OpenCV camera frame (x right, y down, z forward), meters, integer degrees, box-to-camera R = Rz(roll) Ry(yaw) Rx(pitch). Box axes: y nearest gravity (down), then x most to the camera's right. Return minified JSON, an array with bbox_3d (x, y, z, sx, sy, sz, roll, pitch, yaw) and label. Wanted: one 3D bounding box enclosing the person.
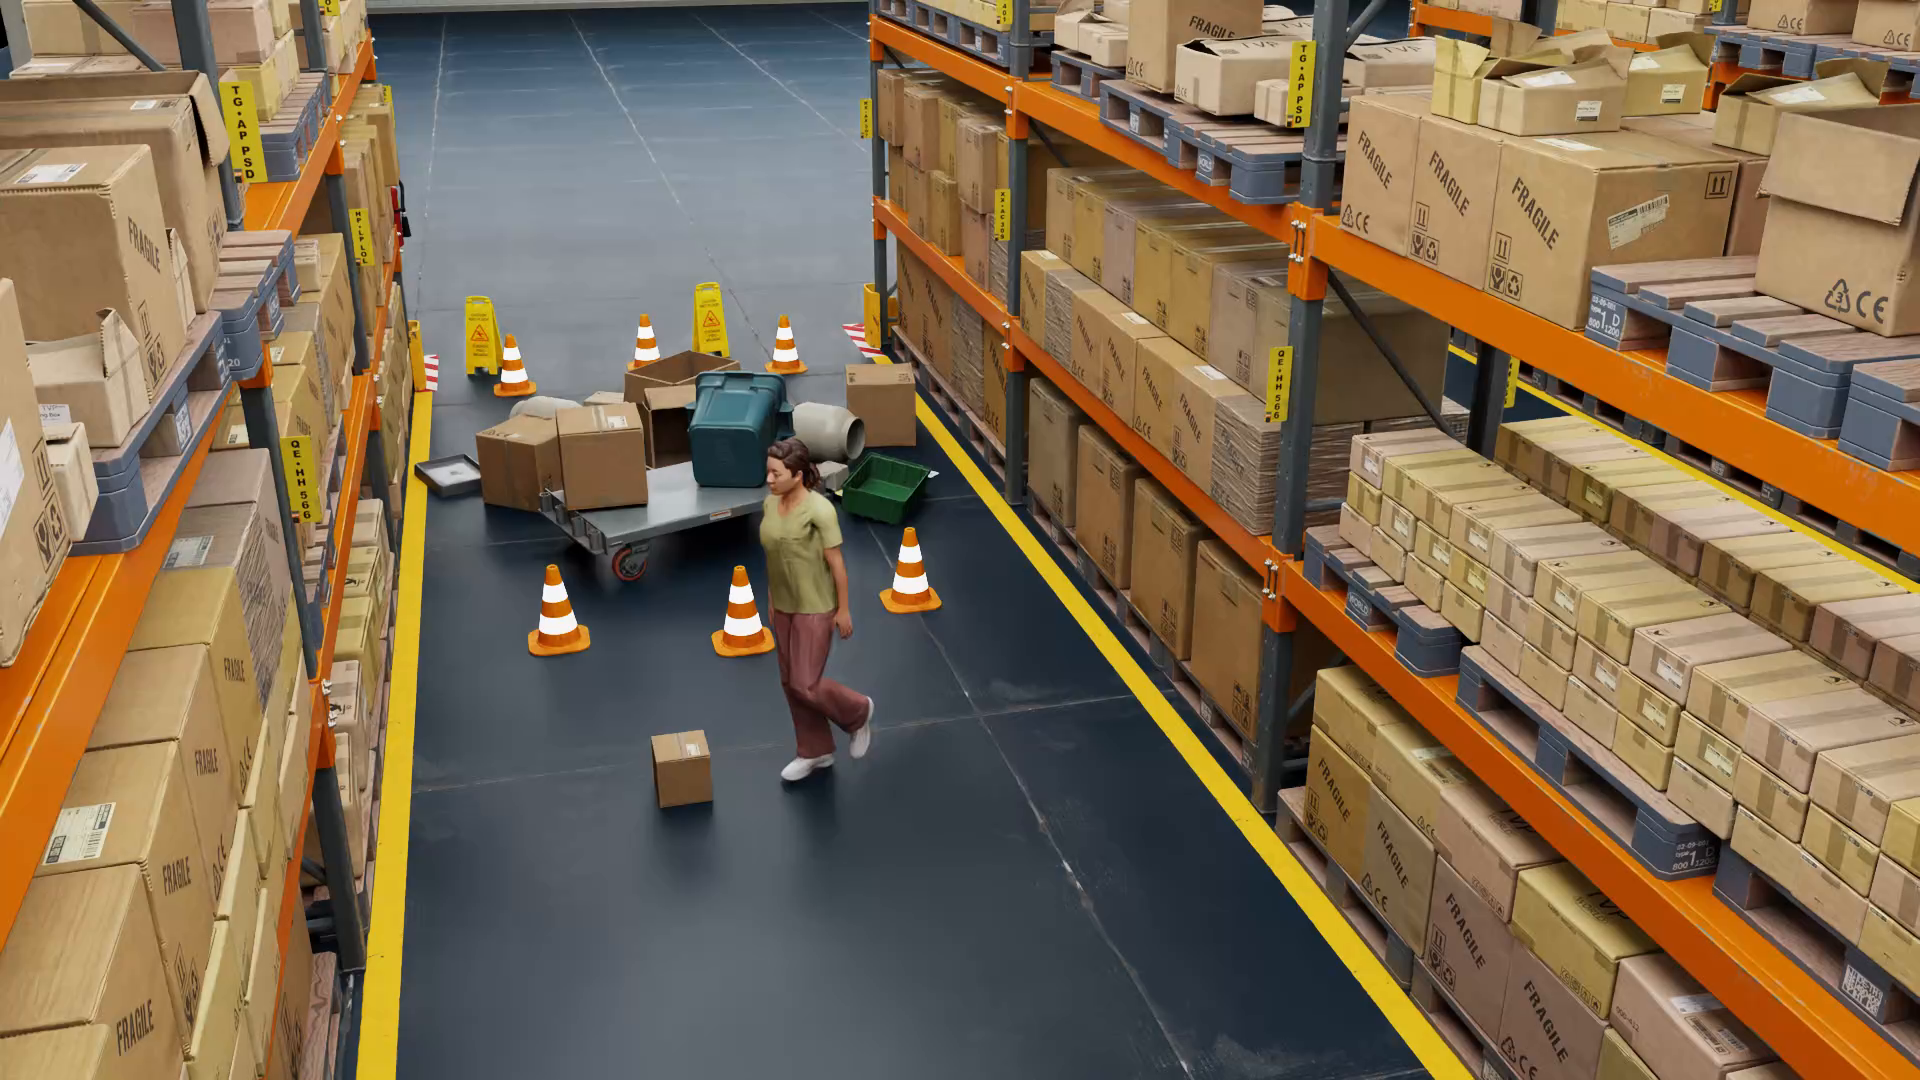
[{"bbox_3d":[-0.723,0.313,7.812,0.503,1.667,0.503,19,30,38],"label":"person"}]
